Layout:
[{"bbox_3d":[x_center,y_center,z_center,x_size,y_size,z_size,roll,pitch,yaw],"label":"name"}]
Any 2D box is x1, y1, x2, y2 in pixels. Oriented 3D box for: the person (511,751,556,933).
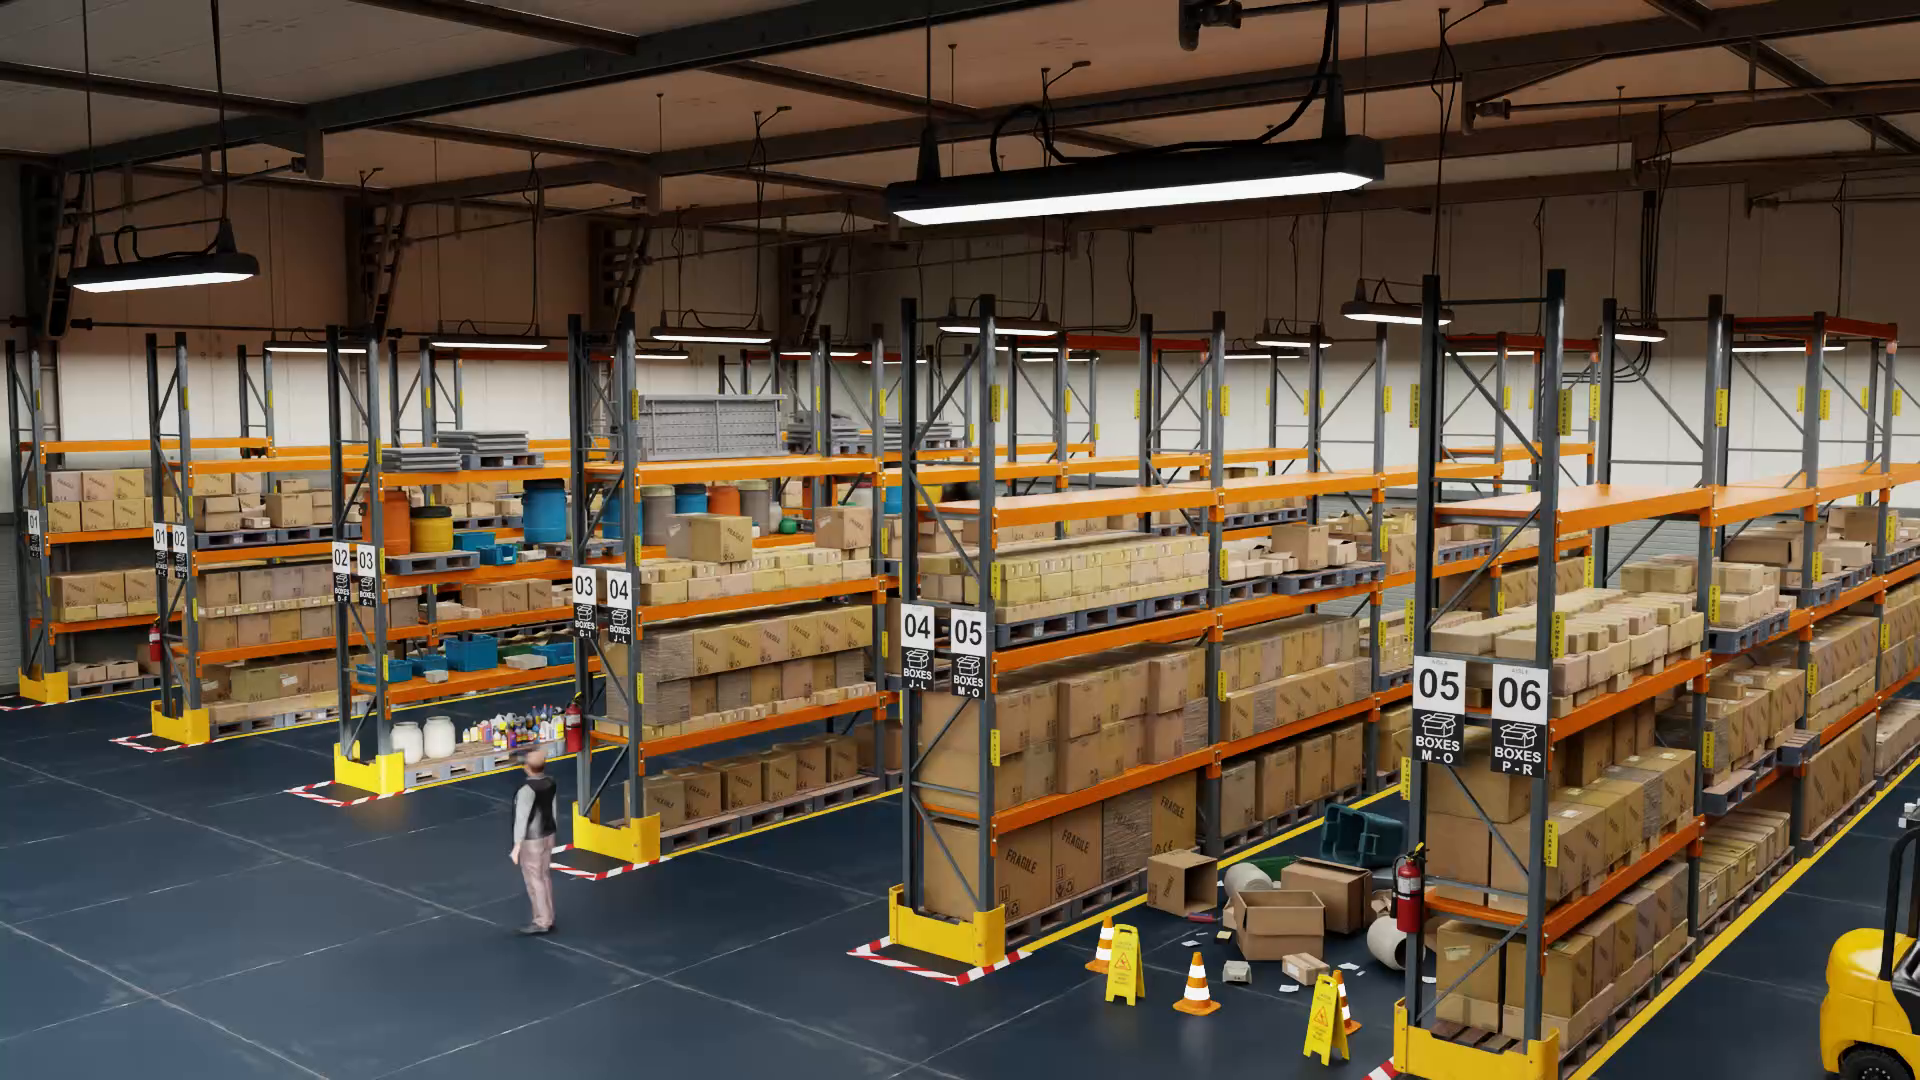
[{"bbox_3d":[-4.060,2.891,15.884,0.400,1.759,0.647,2,5,17],"label":"person"}]
